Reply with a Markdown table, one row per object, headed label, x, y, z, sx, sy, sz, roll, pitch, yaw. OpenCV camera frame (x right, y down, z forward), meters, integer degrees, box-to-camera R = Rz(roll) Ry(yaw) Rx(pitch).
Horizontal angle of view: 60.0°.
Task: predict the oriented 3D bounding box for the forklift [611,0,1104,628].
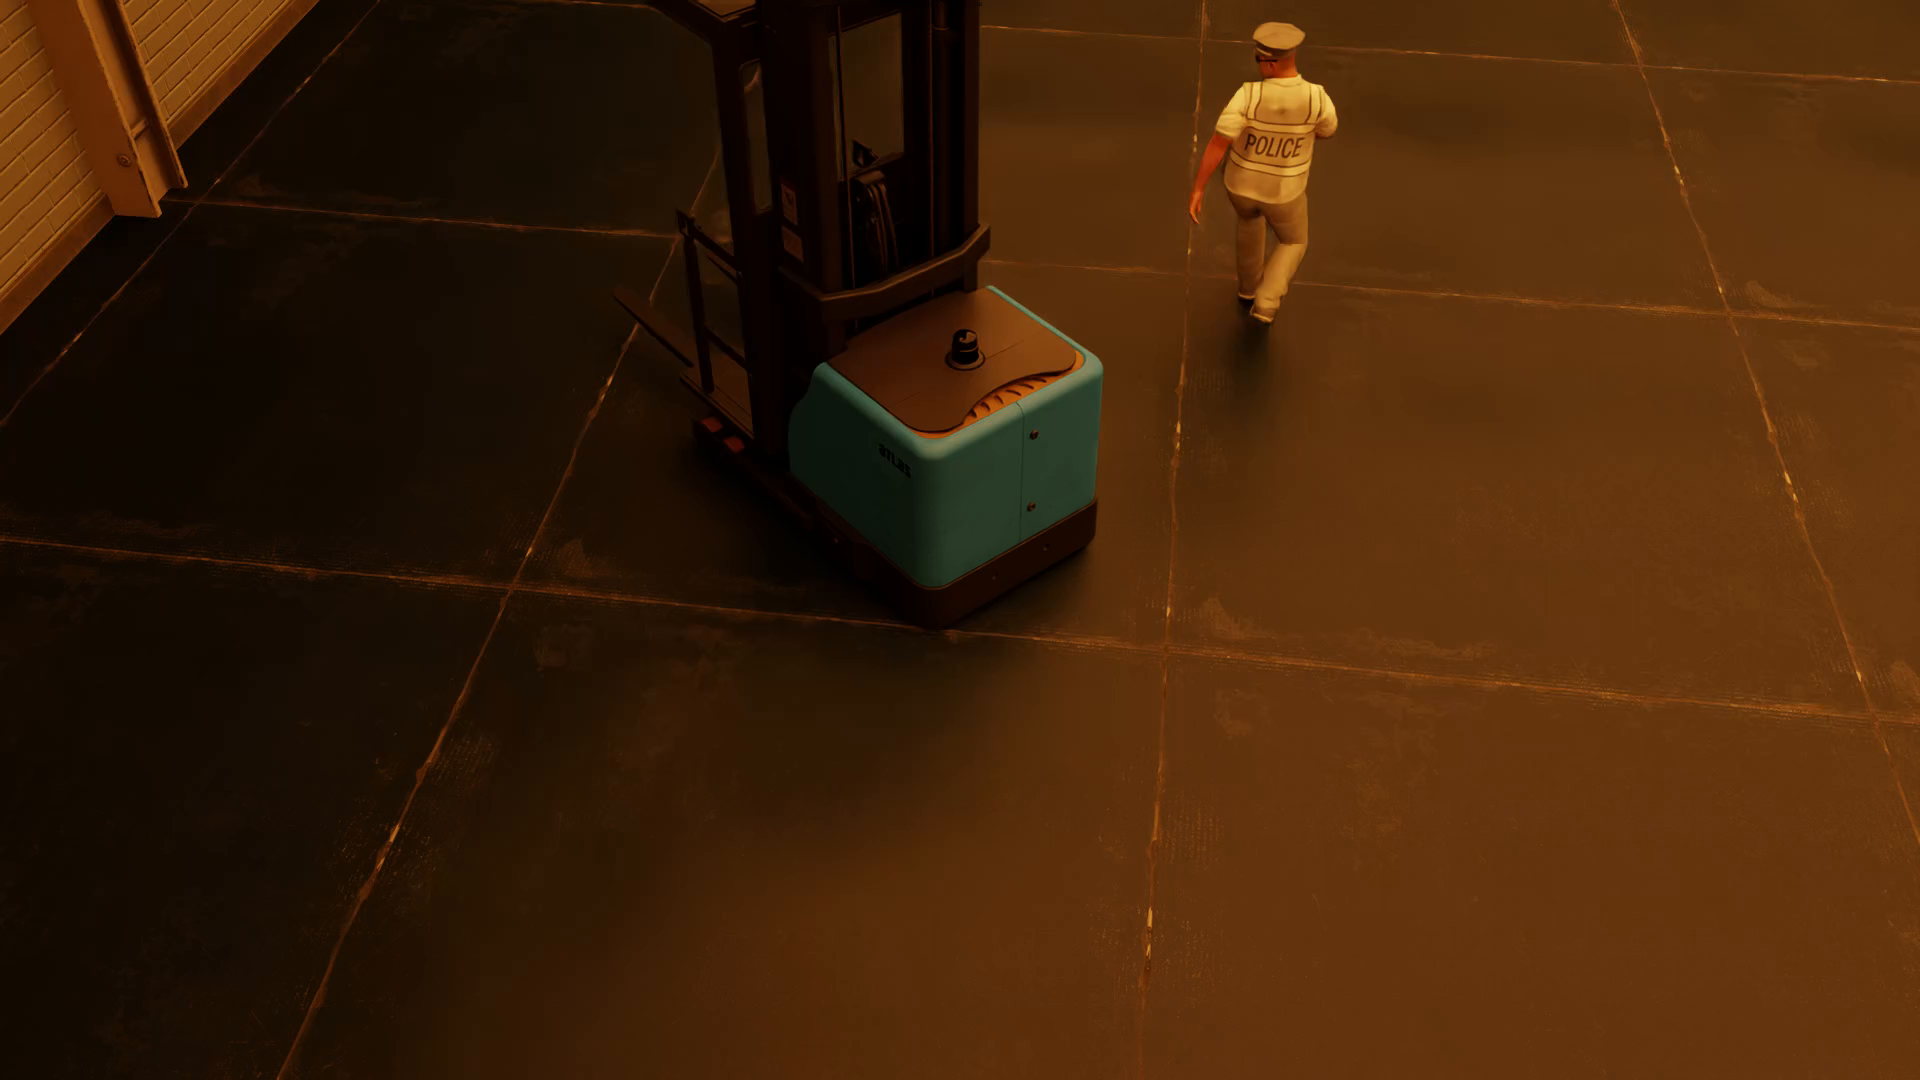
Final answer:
| label | x | y | z | sx | sy | sz | roll | pitch | yaw |
| --- | --- | --- | --- | --- | --- | --- | --- | --- | --- |
| forklift | -0.684 | -1.623 | 7.491 | 1.130 | 2.935 | 3.031 | -29 | 50 | -28 |

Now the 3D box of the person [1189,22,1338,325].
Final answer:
| label | x | y | z | sx | sy | sz | roll | pitch | yaw |
| --- | --- | --- | --- | --- | --- | --- | --- | --- | --- |
| person | 1.600 | -1.893 | 8.731 | 0.628 | 1.678 | 0.779 | 16 | 45 | 17 |
